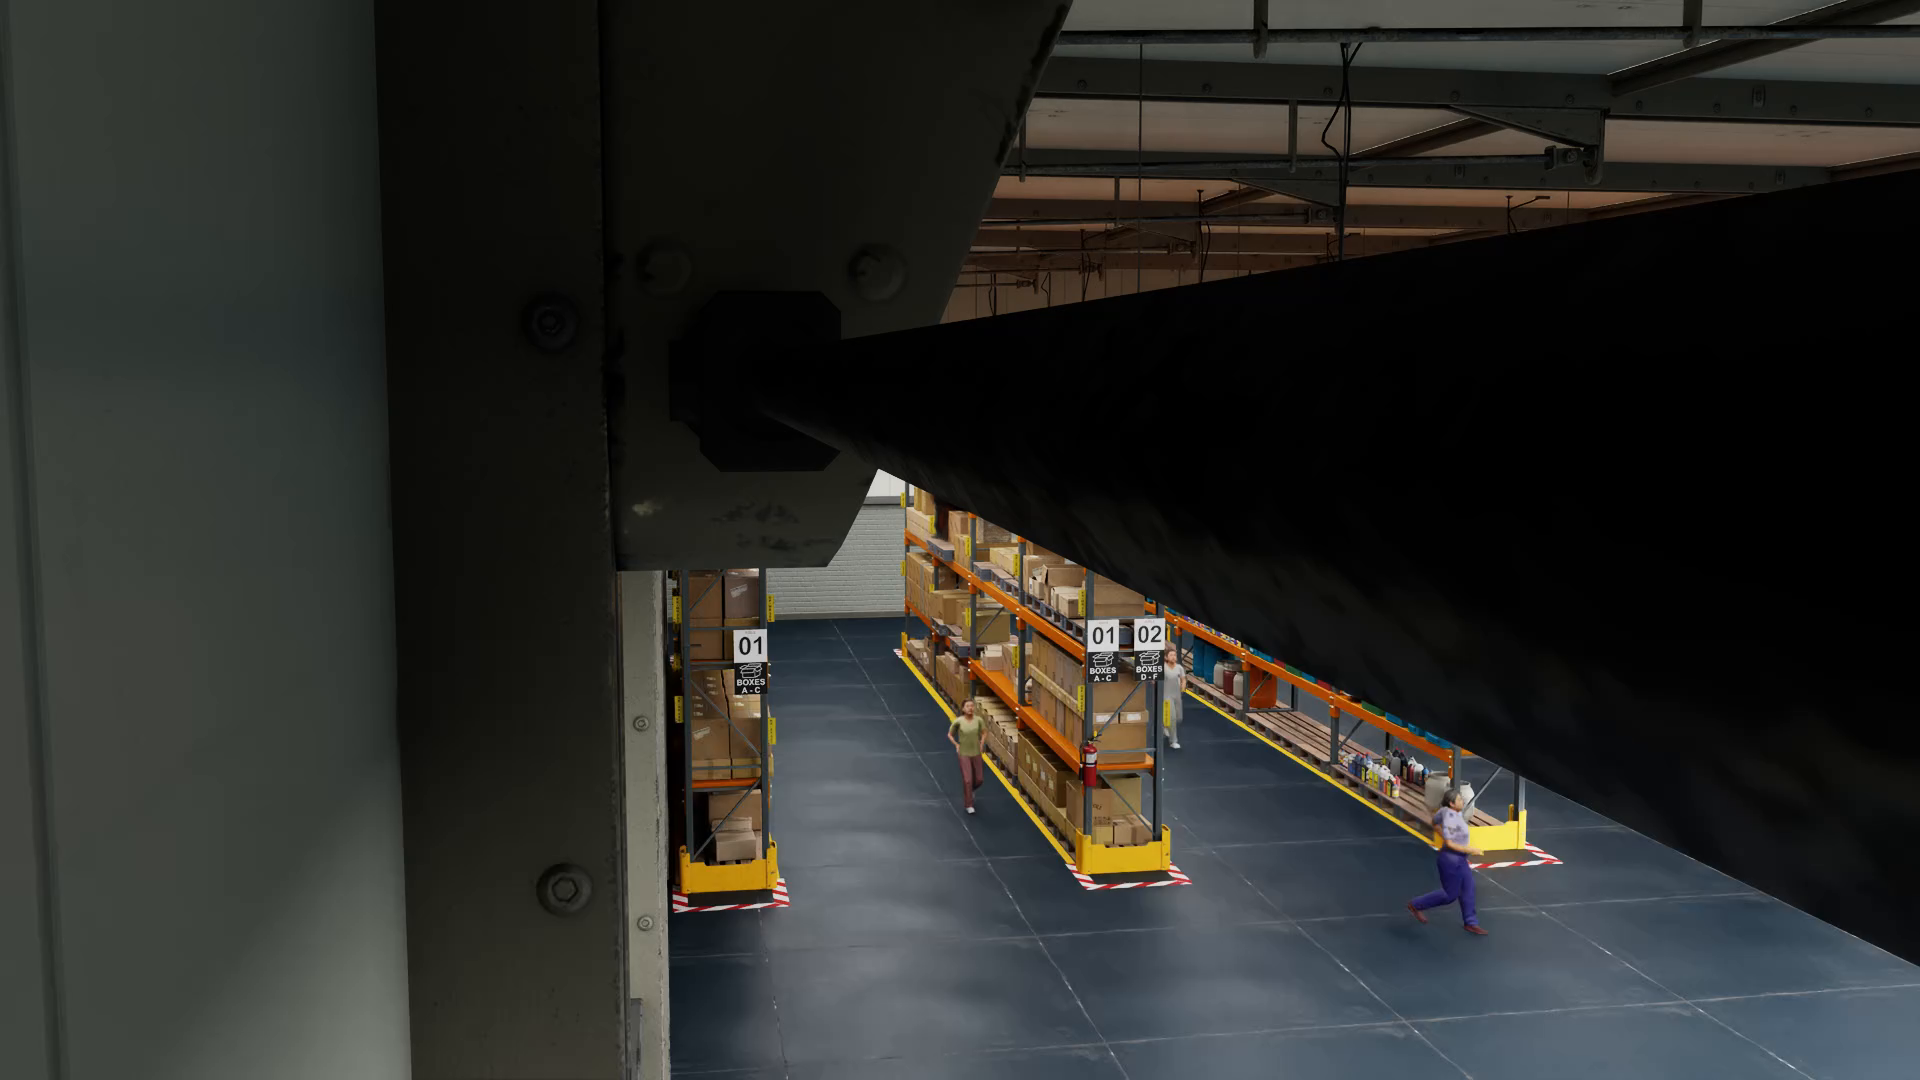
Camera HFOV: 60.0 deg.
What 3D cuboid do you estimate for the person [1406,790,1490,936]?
[{"bbox_3d":[5.484,3.609,18.611,0.912,1.638,0.619,2,6,17],"label":"person"}]

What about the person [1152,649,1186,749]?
[{"bbox_3d":[3.515,2.629,27.858,0.575,1.635,0.802,-2,6,-17],"label":"person"}]

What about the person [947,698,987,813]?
[{"bbox_3d":[0.113,3.058,23.781,0.580,1.619,0.609,-1,6,-12],"label":"person"}]
